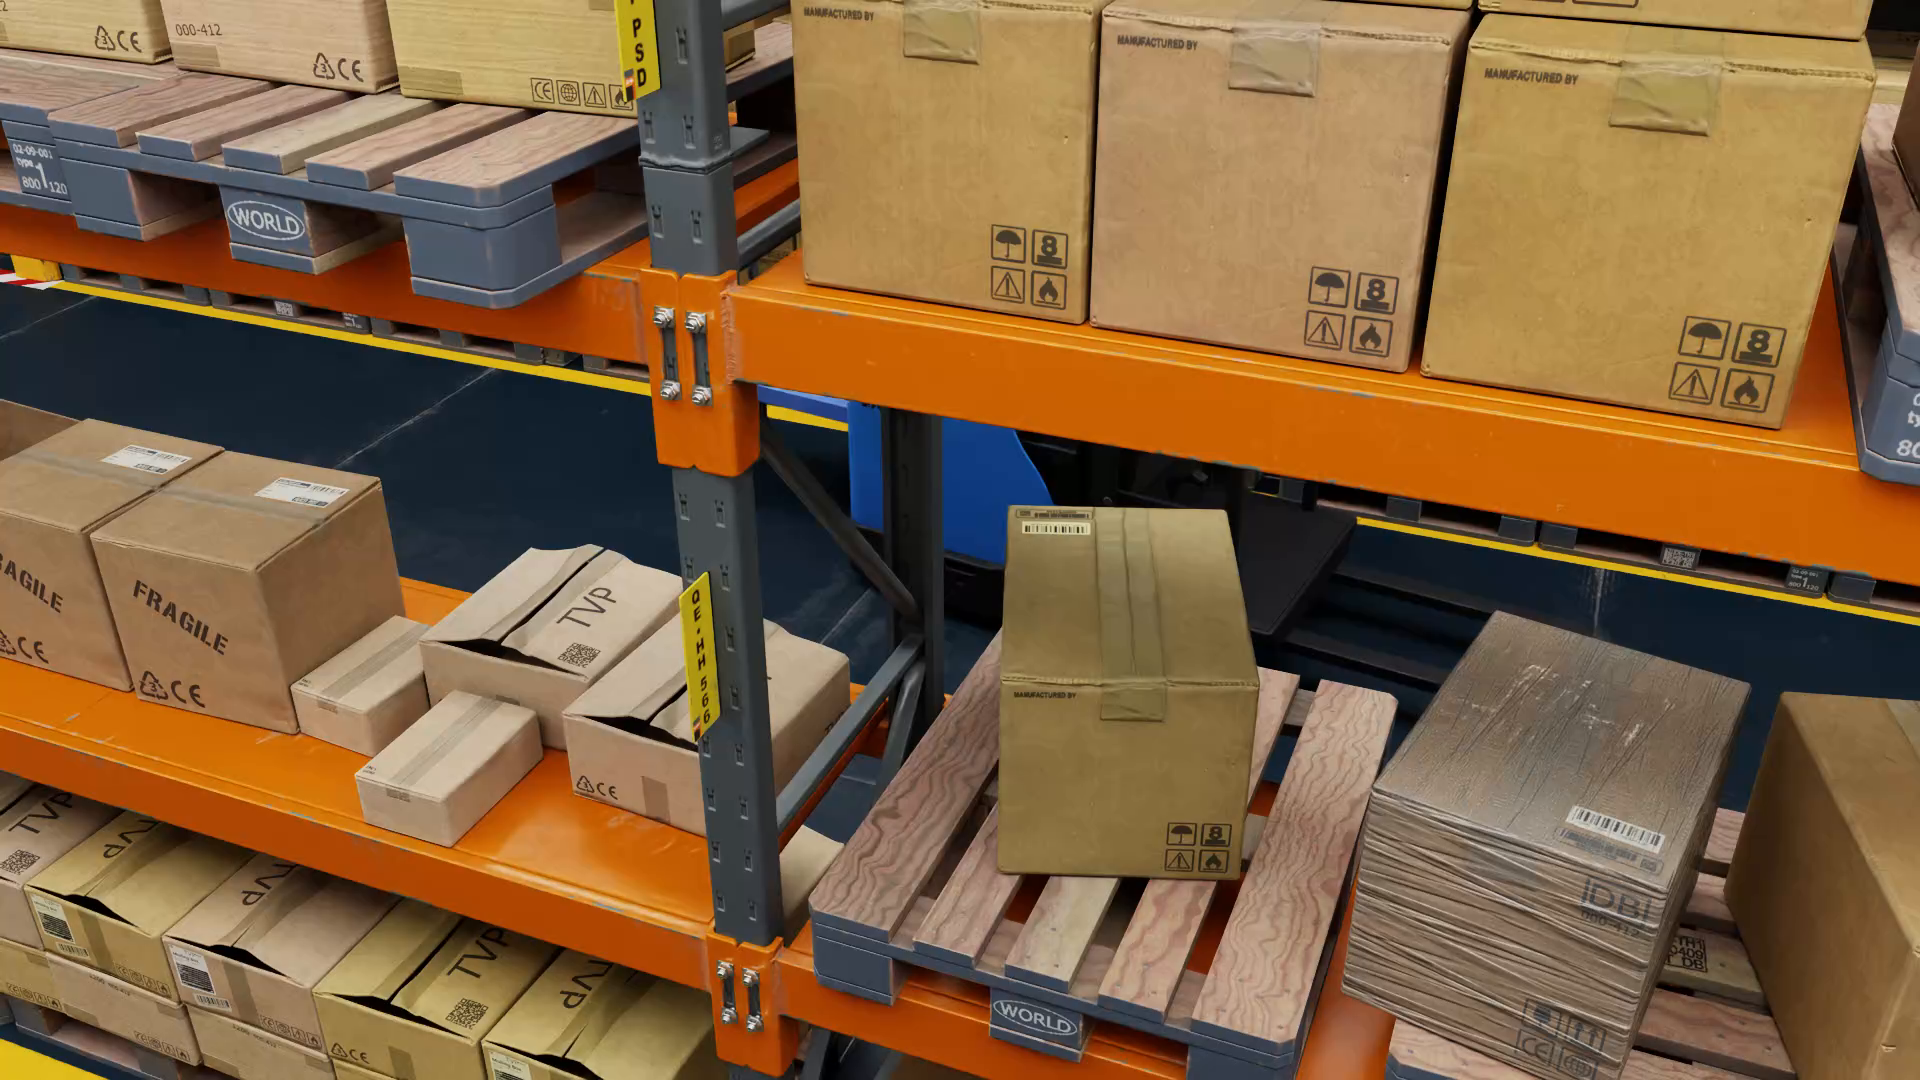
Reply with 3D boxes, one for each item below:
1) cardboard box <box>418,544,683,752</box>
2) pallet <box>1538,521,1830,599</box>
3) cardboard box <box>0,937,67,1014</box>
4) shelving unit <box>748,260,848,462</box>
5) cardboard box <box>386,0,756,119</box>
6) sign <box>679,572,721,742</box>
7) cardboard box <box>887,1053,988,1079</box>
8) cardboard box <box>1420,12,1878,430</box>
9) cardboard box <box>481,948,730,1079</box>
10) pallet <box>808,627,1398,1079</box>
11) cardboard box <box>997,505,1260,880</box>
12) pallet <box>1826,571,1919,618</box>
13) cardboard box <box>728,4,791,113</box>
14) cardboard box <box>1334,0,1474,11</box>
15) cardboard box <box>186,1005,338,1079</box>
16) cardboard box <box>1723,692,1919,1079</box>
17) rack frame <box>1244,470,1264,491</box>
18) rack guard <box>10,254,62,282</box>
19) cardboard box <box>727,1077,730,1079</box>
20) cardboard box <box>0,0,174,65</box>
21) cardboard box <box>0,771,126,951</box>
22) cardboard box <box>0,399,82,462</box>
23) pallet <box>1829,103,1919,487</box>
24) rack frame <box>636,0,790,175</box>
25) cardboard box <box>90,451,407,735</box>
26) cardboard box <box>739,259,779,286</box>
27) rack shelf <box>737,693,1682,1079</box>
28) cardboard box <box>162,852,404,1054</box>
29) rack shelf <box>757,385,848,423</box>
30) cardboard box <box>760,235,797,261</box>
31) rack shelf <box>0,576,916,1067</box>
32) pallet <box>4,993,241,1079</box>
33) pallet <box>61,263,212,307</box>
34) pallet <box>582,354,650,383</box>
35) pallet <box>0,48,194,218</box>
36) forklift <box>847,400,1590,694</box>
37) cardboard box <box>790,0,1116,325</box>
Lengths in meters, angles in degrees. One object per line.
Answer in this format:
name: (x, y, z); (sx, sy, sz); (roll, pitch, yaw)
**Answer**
cardboard box: (-1.039, 0.258, 4.335); (0.500, 0.311, 0.500); (11, 31, 19)
pallet: (3.405, -0.166, 7.828); (1.213, 0.211, 1.003); (11, 31, 19)
cardboard box: (-2.755, 1.125, 5.079); (0.500, 0.250, 0.500); (10, 31, 18)
shelving unit: (-0.670, -0.870, 7.765); (1.048, 1.500, 0.538); (16, 33, 25)
cardboard box: (-0.725, -1.008, 3.163); (0.500, 0.250, 0.500); (9, 31, 15)
sign: (-0.489, 0.223, 3.131); (0.005, 0.325, 0.100); (11, 31, 19)
cardboard box: (0.031, 1.584, 3.992); (0.500, 0.500, 0.500); (13, 32, 21)
cardboard box: (1.088, -0.620, 2.649); (0.500, 0.500, 0.910); (11, 31, 19)
cardboard box: (-0.861, 1.259, 4.272); (0.500, 0.311, 0.500); (12, 32, 20)
pallet: (0.372, 0.650, 3.746); (1.003, 0.211, 1.213); (11, 31, 19)
cardboard box: (0.343, 0.312, 3.621); (0.500, 0.500, 0.700); (1, 30, 2)
pallet: (4.539, 0.059, 7.430); (1.213, 0.211, 1.003); (11, 31, 19)
cardboard box: (-1.157, -2.545, 8.655); (0.500, 0.500, 0.700); (15, 33, 24)
cardboard box: (0.591, -1.134, 2.541); (0.500, 0.500, 0.500); (11, 31, 19)
cardboard box: (-1.806, 1.313, 4.746); (0.500, 0.250, 0.500); (12, 32, 20)
cardboard box: (1.763, 0.688, 2.956); (0.500, 0.500, 0.700); (4, 30, 6)
rack frame: (1.576, -1.786, 7.862); (0.127, 3.000, 1.000); (11, 31, 19)
rack guard: (-5.767, -2.164, 11.070); (0.348, 0.500, 1.175); (11, 31, 19)
cardboard box: (-0.862, 1.501, 4.413); (0.500, 0.250, 0.500); (12, 32, 20)
cardboard box: (-1.743, -1.208, 3.516); (0.500, 0.250, 0.500); (11, 31, 18)
cardboard box: (-2.758, 0.883, 4.936); (0.500, 0.311, 0.500); (10, 31, 17)
cardboard box: (-2.796, -0.063, 4.712); (0.500, 0.500, 0.500); (14, 32, 23)
pallet: (1.883, -0.354, 2.470); (1.003, 0.211, 1.213); (11, 31, 19)
rack frame: (-0.283, -2.138, 2.388); (0.127, 3.000, 1.000); (11, 31, 19)
cardboard box: (-1.844, 0.127, 4.376); (0.500, 0.500, 0.500); (10, 31, 16)
cardboard box: (-0.945, -1.428, 9.322); (0.500, 0.500, 0.700); (11, 31, 18)
rack shelf: (1.570, 1.156, 3.387); (4.000, 0.370, 1.077); (11, 31, 19)
cardboard box: (-1.812, 1.071, 4.605); (0.500, 0.311, 0.500); (11, 31, 19)
rack shelf: (-0.670, -0.713, 7.853); (1.000, 0.185, 0.538); (16, 33, 25)
cardboard box: (-1.033, -1.747, 9.124); (0.500, 0.250, 0.500); (11, 31, 18)
rack shelf: (-2.136, 0.416, 4.696); (4.000, 0.370, 1.077); (11, 31, 19)
pallet: (-2.158, 1.291, 5.252); (1.213, 0.211, 1.003); (11, 31, 19)
pallet: (-5.027, -1.872, 10.847); (1.213, 0.211, 1.003); (11, 31, 19)
pallet: (-1.409, -1.169, 9.603); (1.213, 0.211, 1.003); (11, 31, 19)
pallet: (-1.983, -1.041, 3.686); (1.213, 0.211, 1.003); (13, 32, 21)
forklift: (1.045, -0.946, 6.445); (3.031, 2.935, 1.130); (16, 33, 25)
cardboard box: (0.134, -0.811, 2.986); (0.500, 0.500, 0.910); (11, 31, 19)
